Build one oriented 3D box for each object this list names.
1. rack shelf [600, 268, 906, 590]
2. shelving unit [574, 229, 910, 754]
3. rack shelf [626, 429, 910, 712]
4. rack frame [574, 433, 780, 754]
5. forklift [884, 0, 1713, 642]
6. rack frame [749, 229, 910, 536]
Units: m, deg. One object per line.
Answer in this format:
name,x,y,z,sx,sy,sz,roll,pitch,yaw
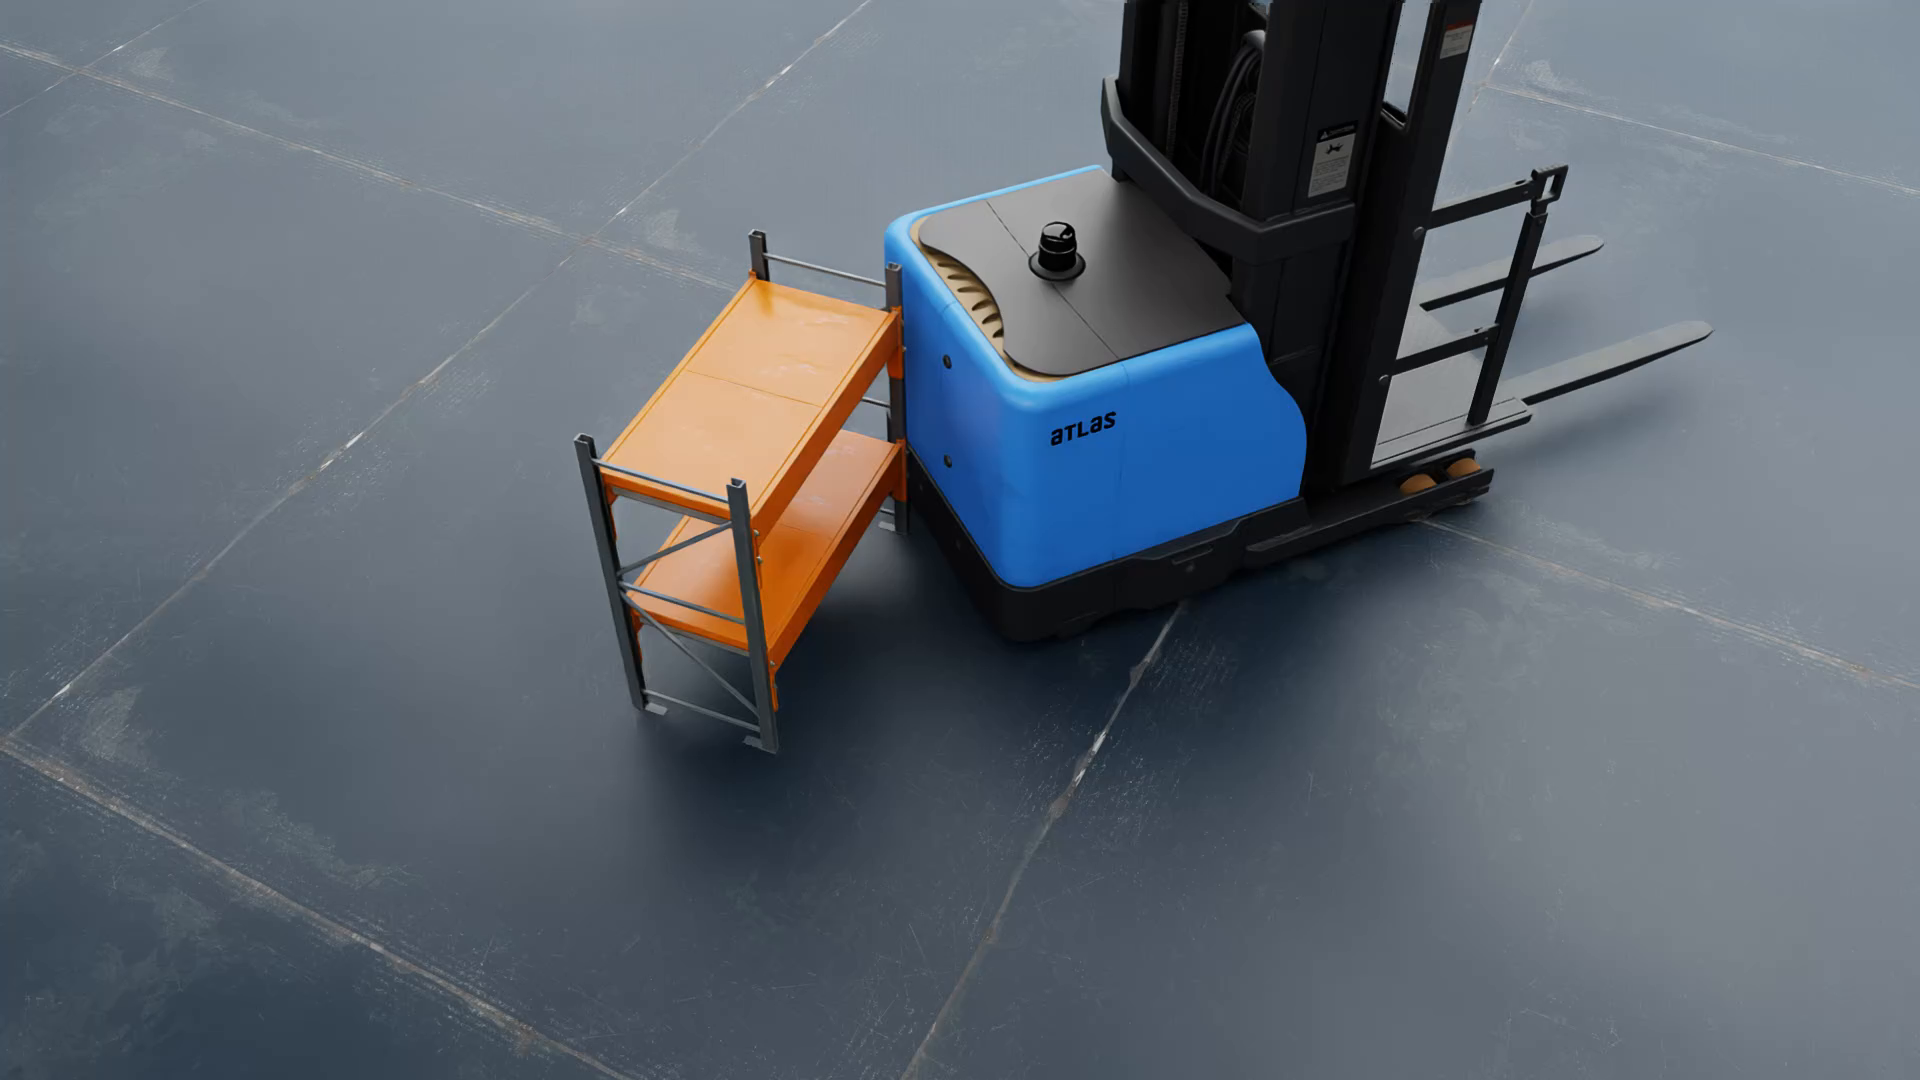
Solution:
rack shelf,-0.602,-0.356,4.899,0.538,0.278,1.000,16,48,15
shelving unit,-0.602,-0.150,5.107,0.538,1.125,1.048,16,48,15
rack shelf,-0.602,0.022,5.281,0.538,0.278,1.000,16,48,15
rack frame,-0.793,0.185,4.776,0.500,1.125,0.032,16,48,15
forklift,1.304,-1.420,5.092,3.031,2.935,1.130,-18,48,-17
rack frame,-0.411,-0.485,5.438,0.500,1.125,0.032,16,48,15
